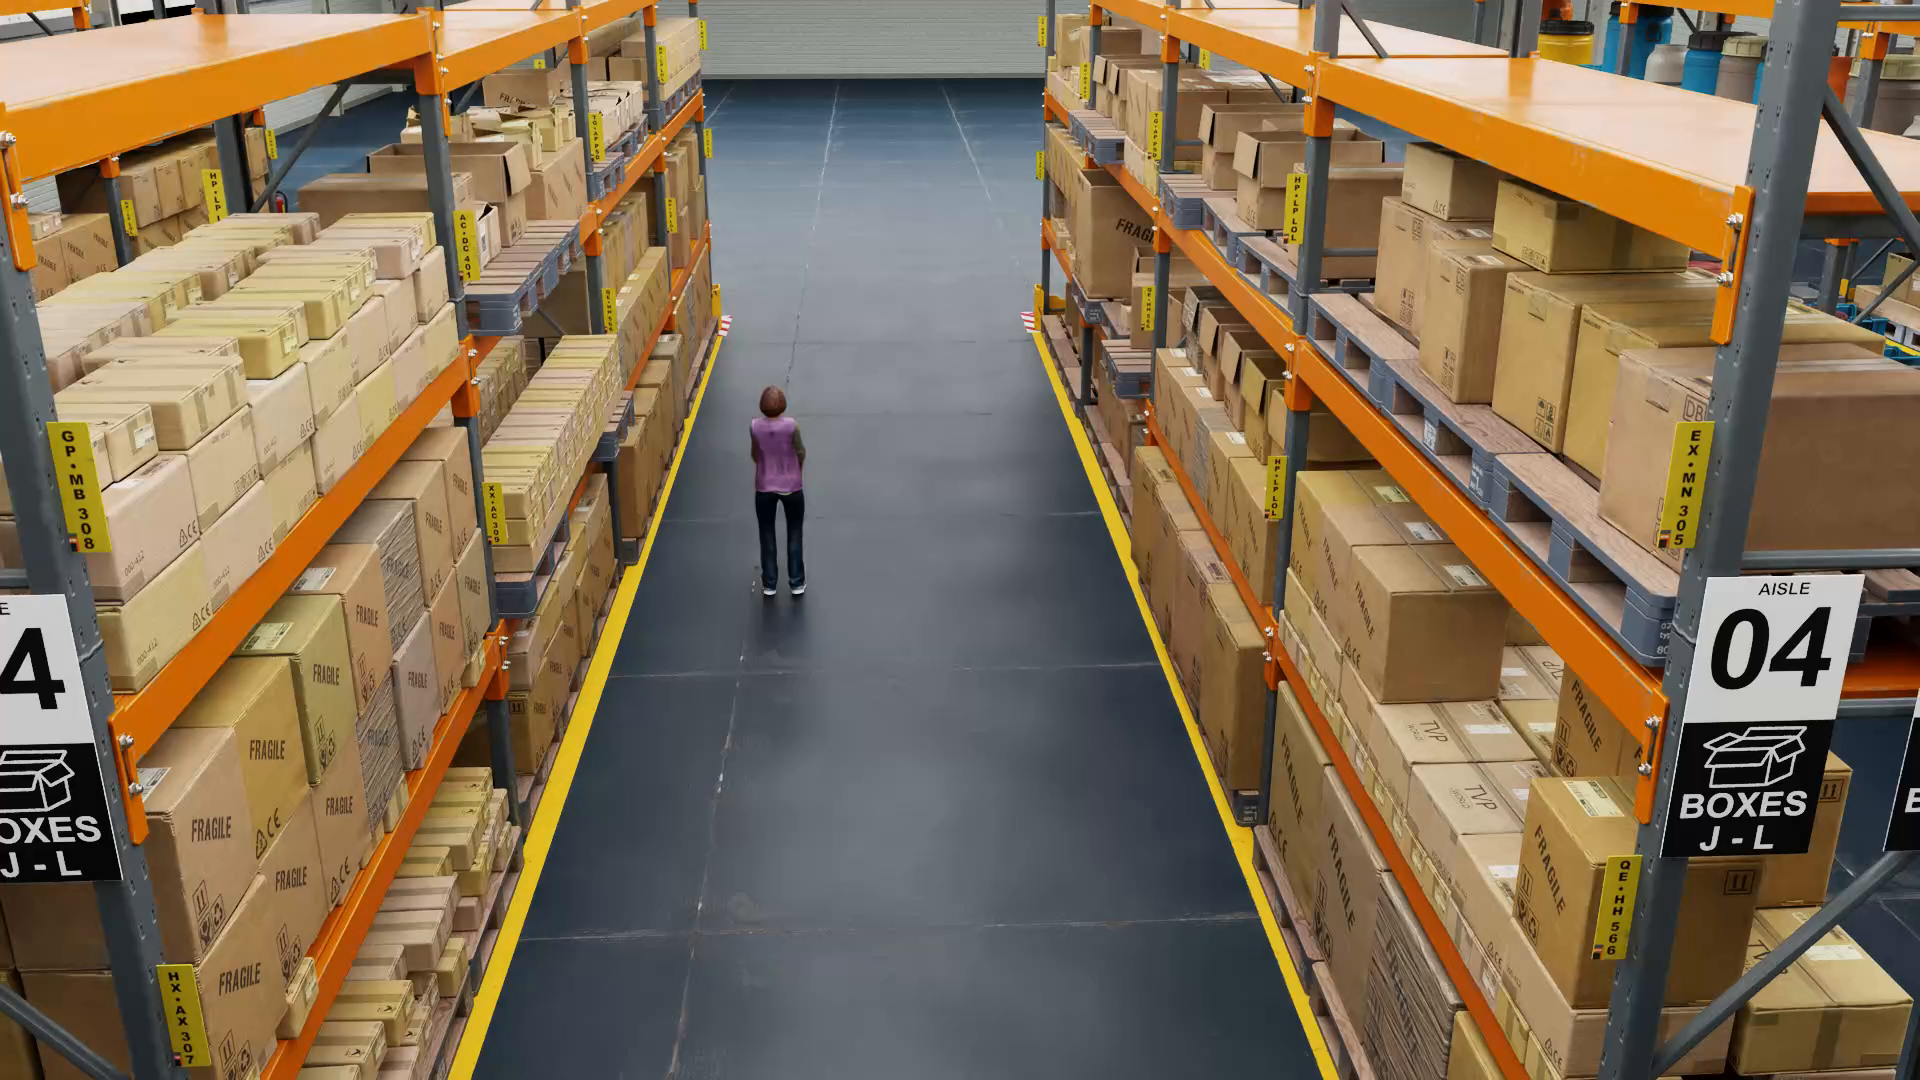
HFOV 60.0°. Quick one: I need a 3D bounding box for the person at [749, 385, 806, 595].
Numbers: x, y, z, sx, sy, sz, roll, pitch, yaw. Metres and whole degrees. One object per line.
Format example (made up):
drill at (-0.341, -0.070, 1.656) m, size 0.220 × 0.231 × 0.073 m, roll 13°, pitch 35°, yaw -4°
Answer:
person at (-1.316, -0.392, 12.139) m, size 0.405 × 1.593 × 0.489 m, roll -1°, pitch 21°, yaw -2°
